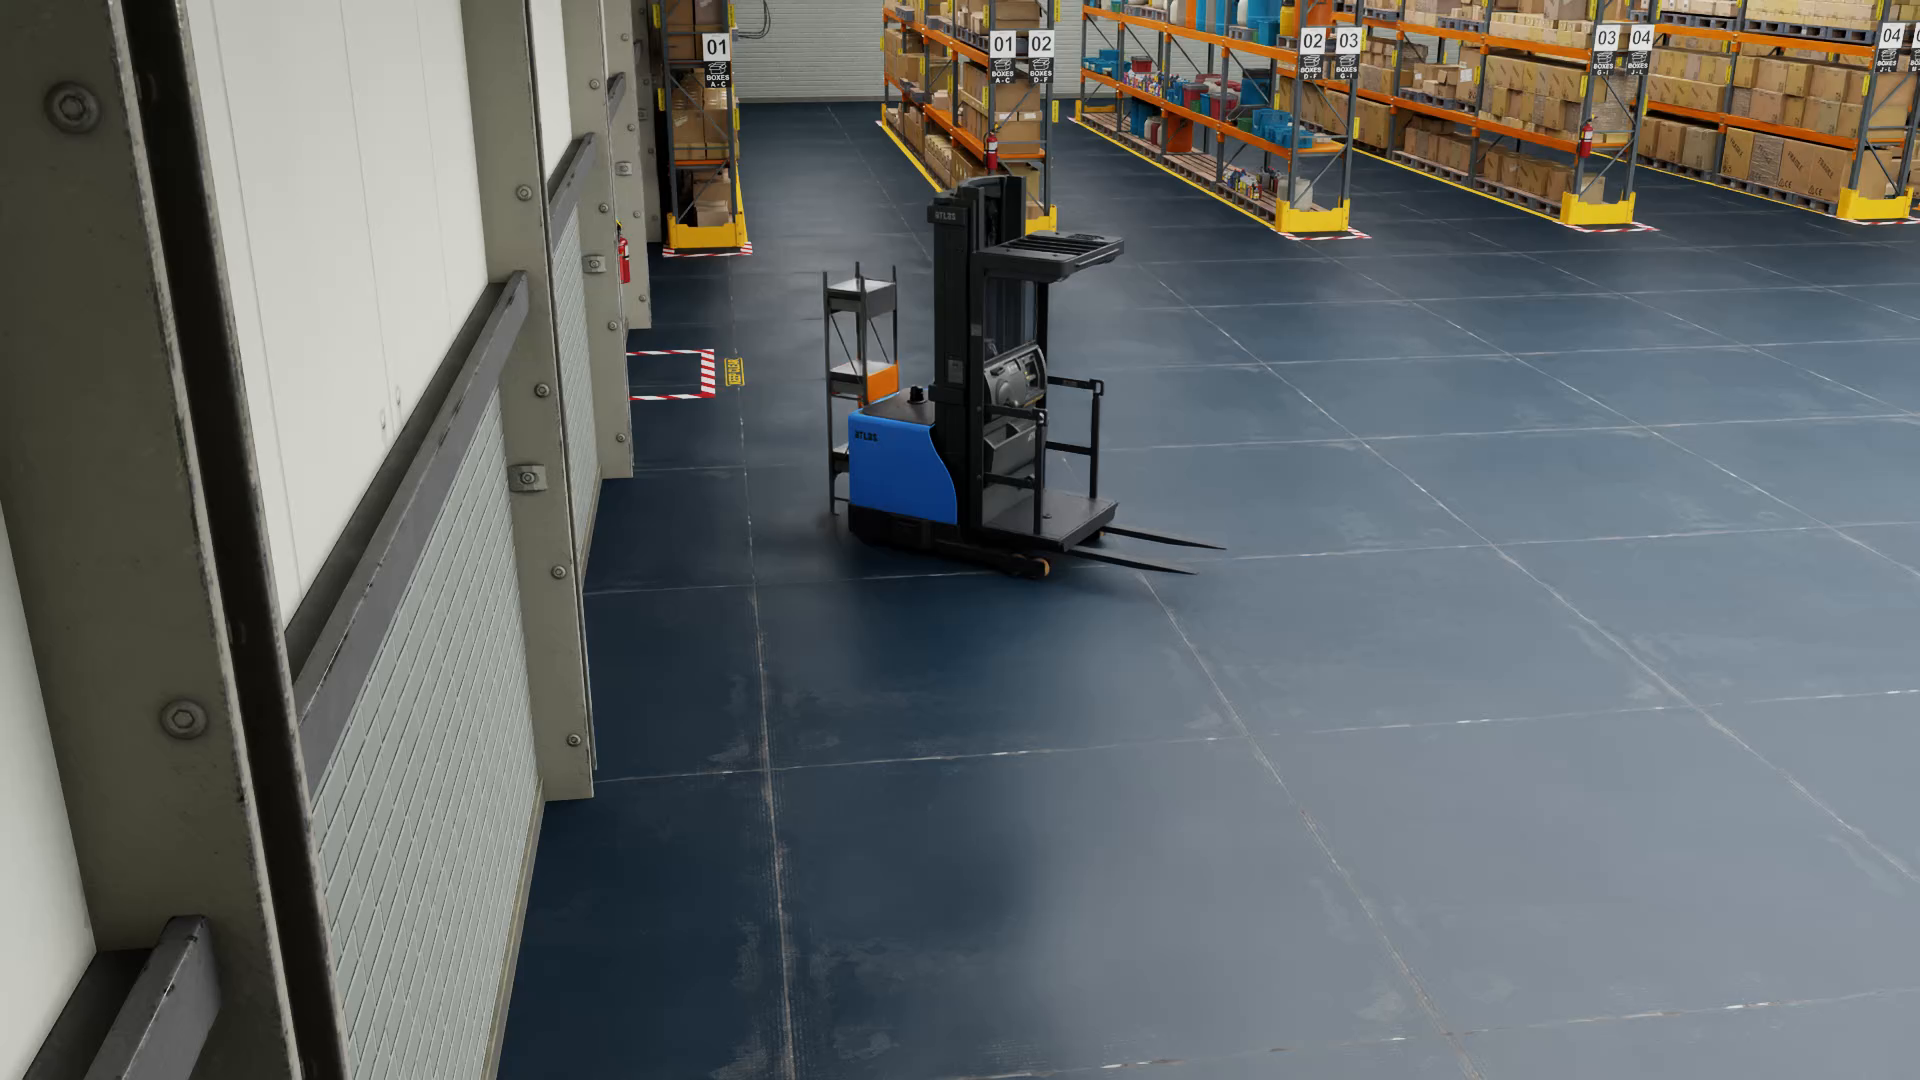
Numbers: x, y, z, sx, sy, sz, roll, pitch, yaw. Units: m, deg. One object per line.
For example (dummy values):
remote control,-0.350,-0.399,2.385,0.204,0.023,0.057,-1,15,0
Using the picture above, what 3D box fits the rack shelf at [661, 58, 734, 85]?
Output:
rack shelf,-4.248,-7.758,26.941,1.077,0.370,4.000,-3,21,-8

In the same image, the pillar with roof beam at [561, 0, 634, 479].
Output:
pillar with roof beam,1.073,-5.069,14.426,9.100,9.000,0.400,-3,21,-8

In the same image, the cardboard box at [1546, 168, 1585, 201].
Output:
cardboard box,10.552,-6.195,28.987,0.500,0.500,0.500,2,21,6

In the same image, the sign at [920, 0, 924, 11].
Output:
sign,-0.749,-10.639,32.888,0.100,0.325,0.005,-3,21,-8

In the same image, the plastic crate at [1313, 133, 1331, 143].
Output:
plastic crate,6.033,-6.699,27.743,0.298,0.136,0.250,-3,21,-8

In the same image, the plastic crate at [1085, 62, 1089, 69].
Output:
plastic crate,3.212,-11.724,41.110,0.250,0.136,0.298,-3,21,-8

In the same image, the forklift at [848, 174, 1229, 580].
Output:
forklift,0.615,-1.277,12.946,3.031,2.935,1.130,11,23,28

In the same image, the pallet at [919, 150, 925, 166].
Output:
pallet,-0.282,-7.972,34.760,1.003,0.211,1.213,-3,21,-8

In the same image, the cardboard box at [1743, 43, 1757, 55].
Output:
cardboard box,18.702,-11.575,38.848,0.500,0.500,0.500,-3,21,-8

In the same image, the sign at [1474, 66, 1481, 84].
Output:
sign,9.620,-8.645,30.920,0.100,0.325,0.005,-3,21,-8

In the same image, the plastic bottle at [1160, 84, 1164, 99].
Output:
plastic bottle,4.210,-9.331,34.578,0.061,0.283,0.133,-3,21,-8

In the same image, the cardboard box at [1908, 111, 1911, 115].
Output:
cardboard box,23.872,-10.831,41.670,0.500,0.311,0.500,-2,21,-6

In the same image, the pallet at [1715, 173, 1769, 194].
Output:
pallet,15.124,-6.773,31.549,1.003,0.211,1.213,-3,21,-8

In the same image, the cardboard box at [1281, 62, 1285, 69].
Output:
cardboard box,8.239,-11.852,41.520,0.380,0.149,0.250,-3,21,-9

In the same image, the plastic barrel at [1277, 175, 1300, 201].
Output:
plastic barrel,5.601,-5.926,28.250,0.421,0.512,0.421,0,20,0

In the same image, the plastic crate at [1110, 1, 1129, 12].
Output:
plastic crate,3.667,-12.278,38.253,0.416,0.233,0.300,-3,21,-8

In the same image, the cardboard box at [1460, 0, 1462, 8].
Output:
cardboard box,10.049,-10.701,32.936,0.500,0.500,0.500,-3,21,-7

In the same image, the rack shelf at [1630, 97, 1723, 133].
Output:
rack shelf,14.803,-8.702,33.757,1.077,0.370,4.000,-3,21,-8

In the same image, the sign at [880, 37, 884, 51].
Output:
sign,-1.902,-12.166,40.766,0.100,0.325,0.005,-3,21,-8

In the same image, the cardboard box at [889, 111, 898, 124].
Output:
cardboard box,-1.423,-10.157,39.925,0.500,0.250,0.500,-3,21,-8

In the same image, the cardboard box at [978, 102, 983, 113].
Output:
cardboard box,0.510,-7.170,27.556,0.380,0.149,0.250,-2,21,-6

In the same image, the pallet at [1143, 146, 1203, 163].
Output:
pallet,4.536,-8.231,35.453,1.003,0.211,1.213,-3,21,-8

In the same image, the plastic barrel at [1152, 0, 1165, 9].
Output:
plastic barrel,4.286,-11.539,35.241,0.433,0.535,0.433,0,20,0

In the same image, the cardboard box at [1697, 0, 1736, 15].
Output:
cardboard box,14.696,-10.342,32.302,0.500,0.250,0.500,-3,21,-8

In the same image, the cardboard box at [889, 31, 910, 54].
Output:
cardboard box,-1.411,-11.782,39.403,0.500,0.500,0.500,-3,21,-7

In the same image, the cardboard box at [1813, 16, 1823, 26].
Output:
cardboard box,15.102,-9.031,28.937,0.380,0.149,0.250,-3,21,-7

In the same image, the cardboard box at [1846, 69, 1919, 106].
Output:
cardboard box,15.653,-7.668,28.203,0.875,0.550,0.550,-3,21,-8

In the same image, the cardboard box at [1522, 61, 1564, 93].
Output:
cardboard box,10.210,-8.099,29.116,0.500,0.500,0.500,-3,21,-8

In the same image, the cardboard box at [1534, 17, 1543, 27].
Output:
cardboard box,10.207,-8.988,28.852,0.380,0.149,0.250,-2,21,-6

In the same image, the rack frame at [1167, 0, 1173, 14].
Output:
rack frame,4.691,-12.077,33.190,1.000,3.000,0.127,-3,21,-8

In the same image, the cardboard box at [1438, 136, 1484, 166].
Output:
cardboard box,9.970,-7.740,33.097,0.700,0.500,0.500,-5,21,-12

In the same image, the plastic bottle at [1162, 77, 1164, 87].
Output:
plastic bottle,4.515,-10.111,36.684,0.097,0.271,0.097,0,20,0

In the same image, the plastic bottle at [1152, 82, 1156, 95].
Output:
plastic bottle,4.122,-9.581,35.264,0.097,0.271,0.097,0,20,0

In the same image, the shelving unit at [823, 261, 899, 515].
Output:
shelving unit,-0.821,-1.254,14.071,0.431,2.100,0.503,11,23,28

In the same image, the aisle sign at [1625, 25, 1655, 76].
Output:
aisle sign,11.051,-7.958,27.021,0.394,0.787,0.004,-3,21,-8

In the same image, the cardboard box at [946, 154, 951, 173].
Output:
cardboard box,0.023,-6.930,30.513,0.500,0.311,0.500,-3,21,-8

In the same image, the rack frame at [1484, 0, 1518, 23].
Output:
rack frame,10.169,-10.942,30.151,1.000,3.000,0.127,-3,21,-8

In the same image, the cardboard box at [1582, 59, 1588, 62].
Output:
cardboard box,13.877,-10.506,36.467,0.380,0.149,0.250,-2,21,-6

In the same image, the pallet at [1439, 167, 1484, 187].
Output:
pallet,10.055,-7.095,32.410,1.003,0.211,1.213,-3,21,-8

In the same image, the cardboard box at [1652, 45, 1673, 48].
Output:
cardboard box,14.570,-10.091,34.875,0.700,0.500,0.500,-3,21,-8

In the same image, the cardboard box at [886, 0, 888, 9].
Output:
cardboard box,-1.483,-12.759,39.516,0.500,0.250,0.500,-3,21,-8

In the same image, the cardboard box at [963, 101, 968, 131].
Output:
cardboard box,0.435,-7.527,29.439,0.700,0.500,0.500,-3,21,-9

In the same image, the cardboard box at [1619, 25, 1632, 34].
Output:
cardboard box,10.934,-8.375,27.211,0.380,0.149,0.250,-3,21,-8

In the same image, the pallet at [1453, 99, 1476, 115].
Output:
pallet,10.202,-8.314,31.963,1.003,0.211,1.213,-3,21,-8

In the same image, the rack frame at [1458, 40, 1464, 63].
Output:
rack frame,13.361,-12.502,42.901,1.000,3.000,0.127,-3,21,-8

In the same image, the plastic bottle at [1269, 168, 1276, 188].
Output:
plastic bottle,5.673,-6.572,30.183,0.144,0.351,0.185,-4,21,-10

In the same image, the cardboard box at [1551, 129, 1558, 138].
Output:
cardboard box,10.357,-6.975,28.464,0.380,0.149,0.250,-3,21,-8

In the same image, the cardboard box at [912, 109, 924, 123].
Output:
cardboard box,-0.742,-9.090,35.639,0.500,0.250,0.500,-3,21,-9

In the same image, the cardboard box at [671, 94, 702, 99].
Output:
cardboard box,-4.538,-7.147,27.679,0.500,0.500,0.500,-2,21,-6

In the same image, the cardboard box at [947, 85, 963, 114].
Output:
cardboard box,0.047,-8.485,32.004,0.500,0.500,0.500,-4,21,-11

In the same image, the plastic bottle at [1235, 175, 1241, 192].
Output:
plastic bottle,4.983,-6.390,29.792,0.061,0.283,0.133,-2,21,-5

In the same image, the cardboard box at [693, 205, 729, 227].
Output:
cardboard box,-3.970,-5.188,26.533,0.500,0.311,0.500,-5,21,-14

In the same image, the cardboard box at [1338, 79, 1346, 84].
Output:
cardboard box,8.908,-10.602,37.673,0.500,0.500,0.500,-3,21,-8

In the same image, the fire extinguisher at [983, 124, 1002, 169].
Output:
fire extinguisher,0.499,-6.148,26.000,0.296,0.674,0.183,-3,21,-8

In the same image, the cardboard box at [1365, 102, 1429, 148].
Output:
cardboard box,9.513,-8.958,35.850,1.225,0.875,0.875,-4,21,-10
